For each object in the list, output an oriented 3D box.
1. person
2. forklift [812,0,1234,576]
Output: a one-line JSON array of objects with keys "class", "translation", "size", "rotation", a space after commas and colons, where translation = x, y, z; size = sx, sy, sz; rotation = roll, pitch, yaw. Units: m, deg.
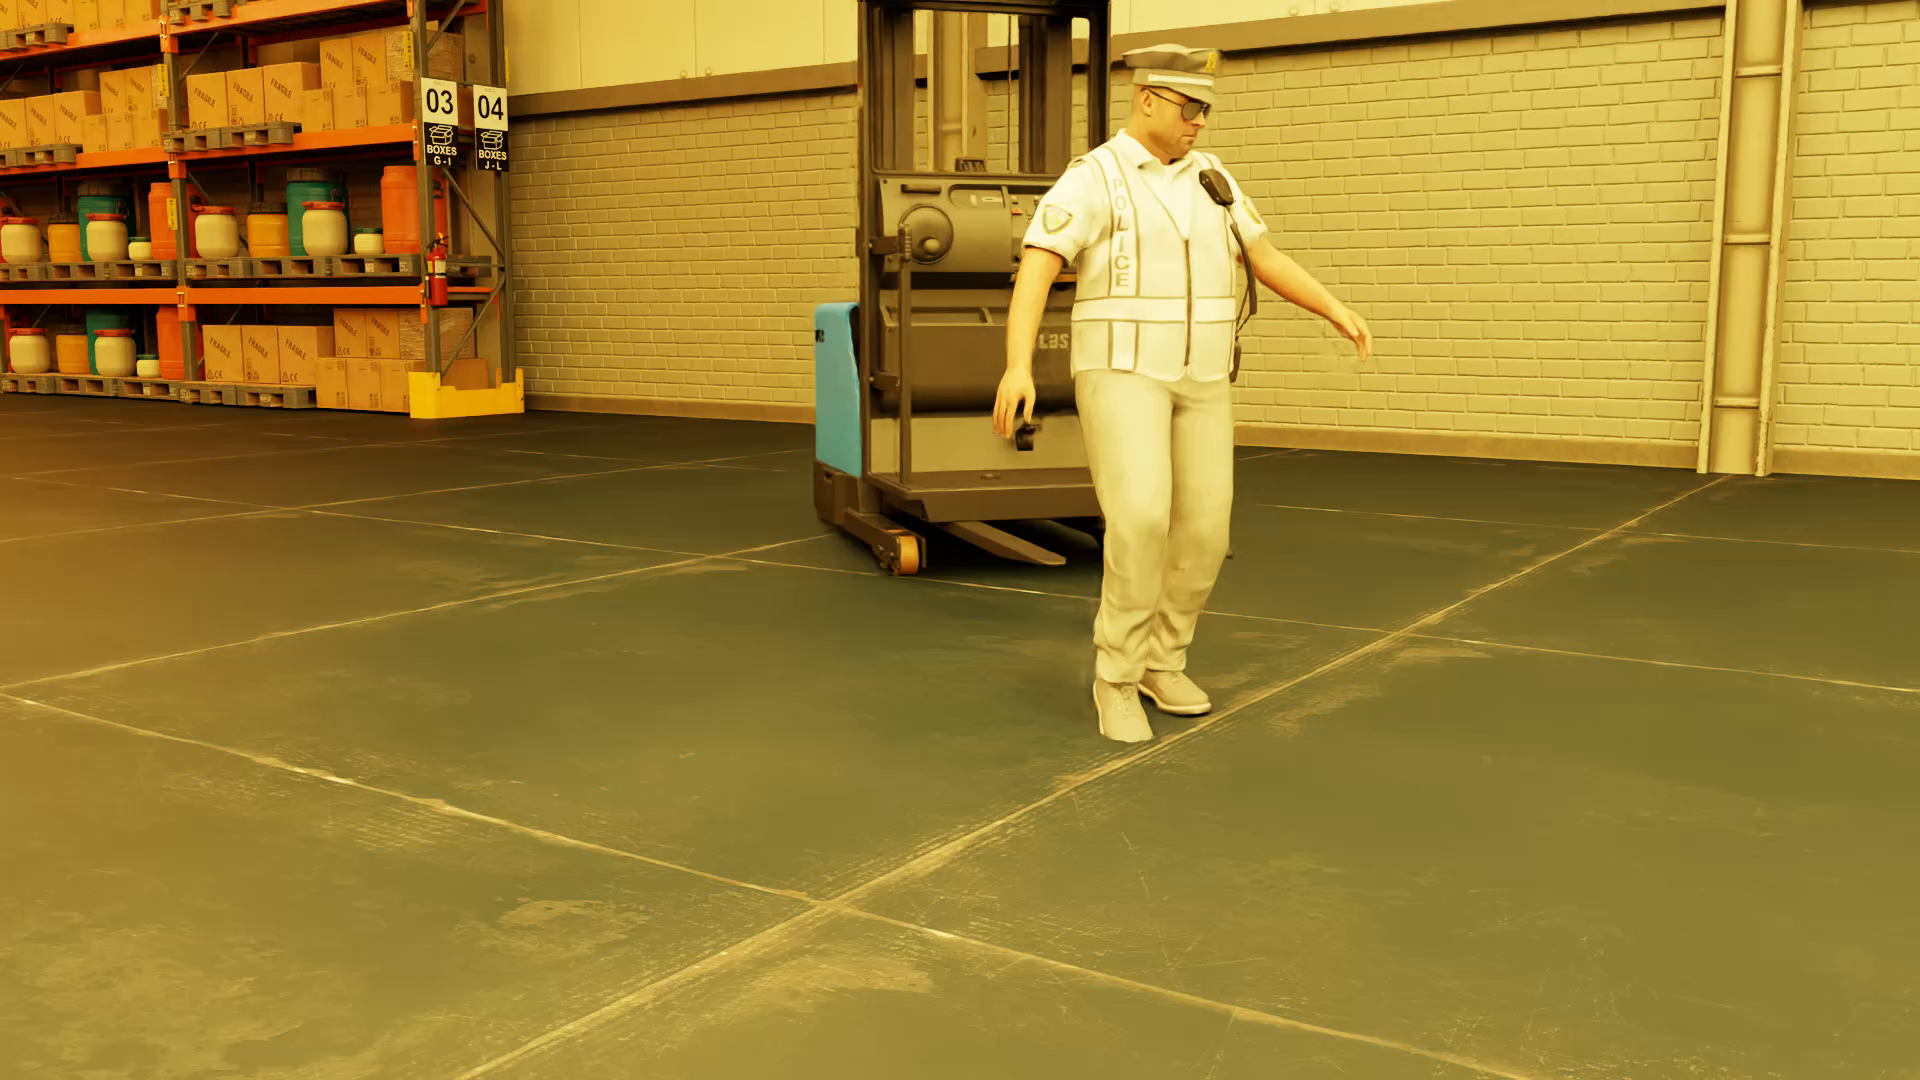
[{"class": "person", "translation": [0.532, -0.364, 4.281], "size": [0.962, 1.785, 0.535], "rotation": [-3, 9, -21]}, {"class": "forklift", "translation": [0.181, -1.369, 6.818], "size": [1.130, 2.935, 3.031], "rotation": [-2, 8, -16]}]
